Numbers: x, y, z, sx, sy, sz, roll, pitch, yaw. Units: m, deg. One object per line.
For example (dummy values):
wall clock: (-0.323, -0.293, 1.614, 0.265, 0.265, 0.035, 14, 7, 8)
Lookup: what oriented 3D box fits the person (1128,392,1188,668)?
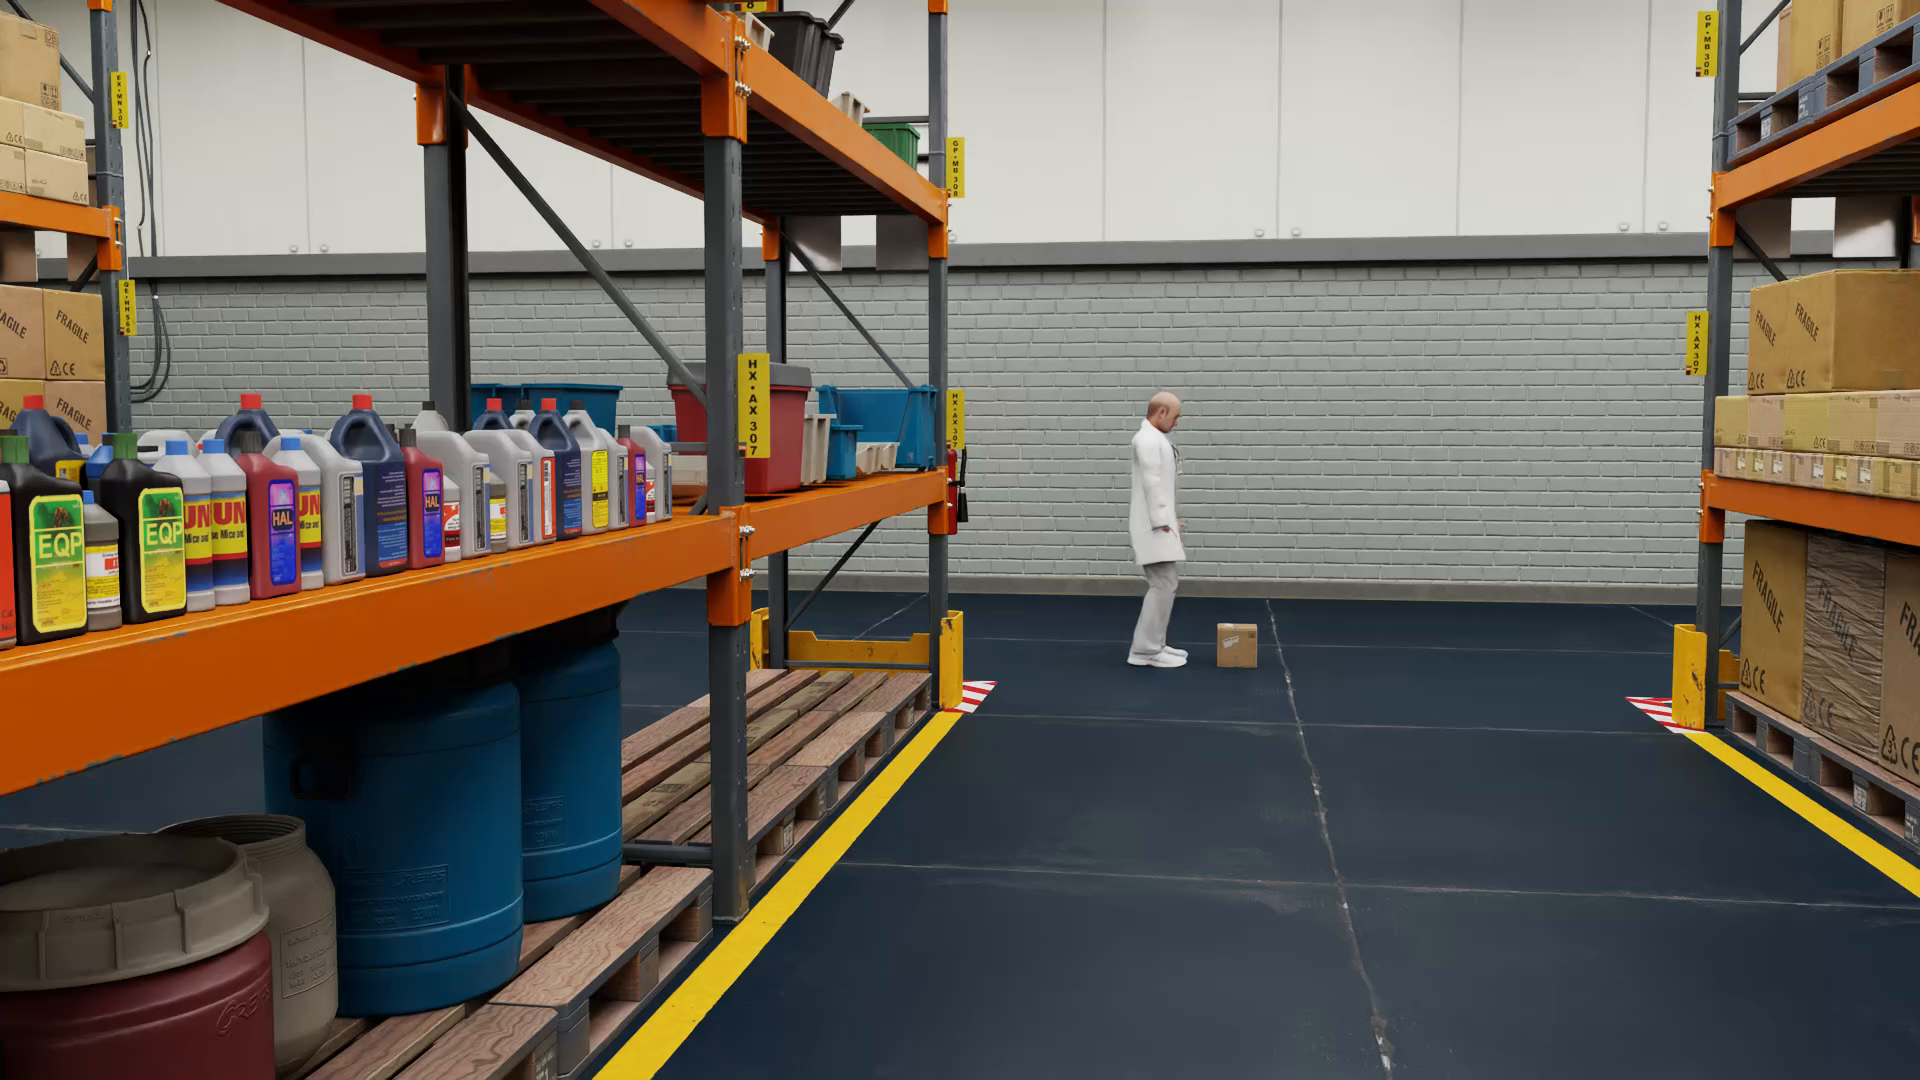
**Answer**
person: (1.290, -0.076, 10.760, 0.383, 1.763, 0.572, 1, 4, 10)
